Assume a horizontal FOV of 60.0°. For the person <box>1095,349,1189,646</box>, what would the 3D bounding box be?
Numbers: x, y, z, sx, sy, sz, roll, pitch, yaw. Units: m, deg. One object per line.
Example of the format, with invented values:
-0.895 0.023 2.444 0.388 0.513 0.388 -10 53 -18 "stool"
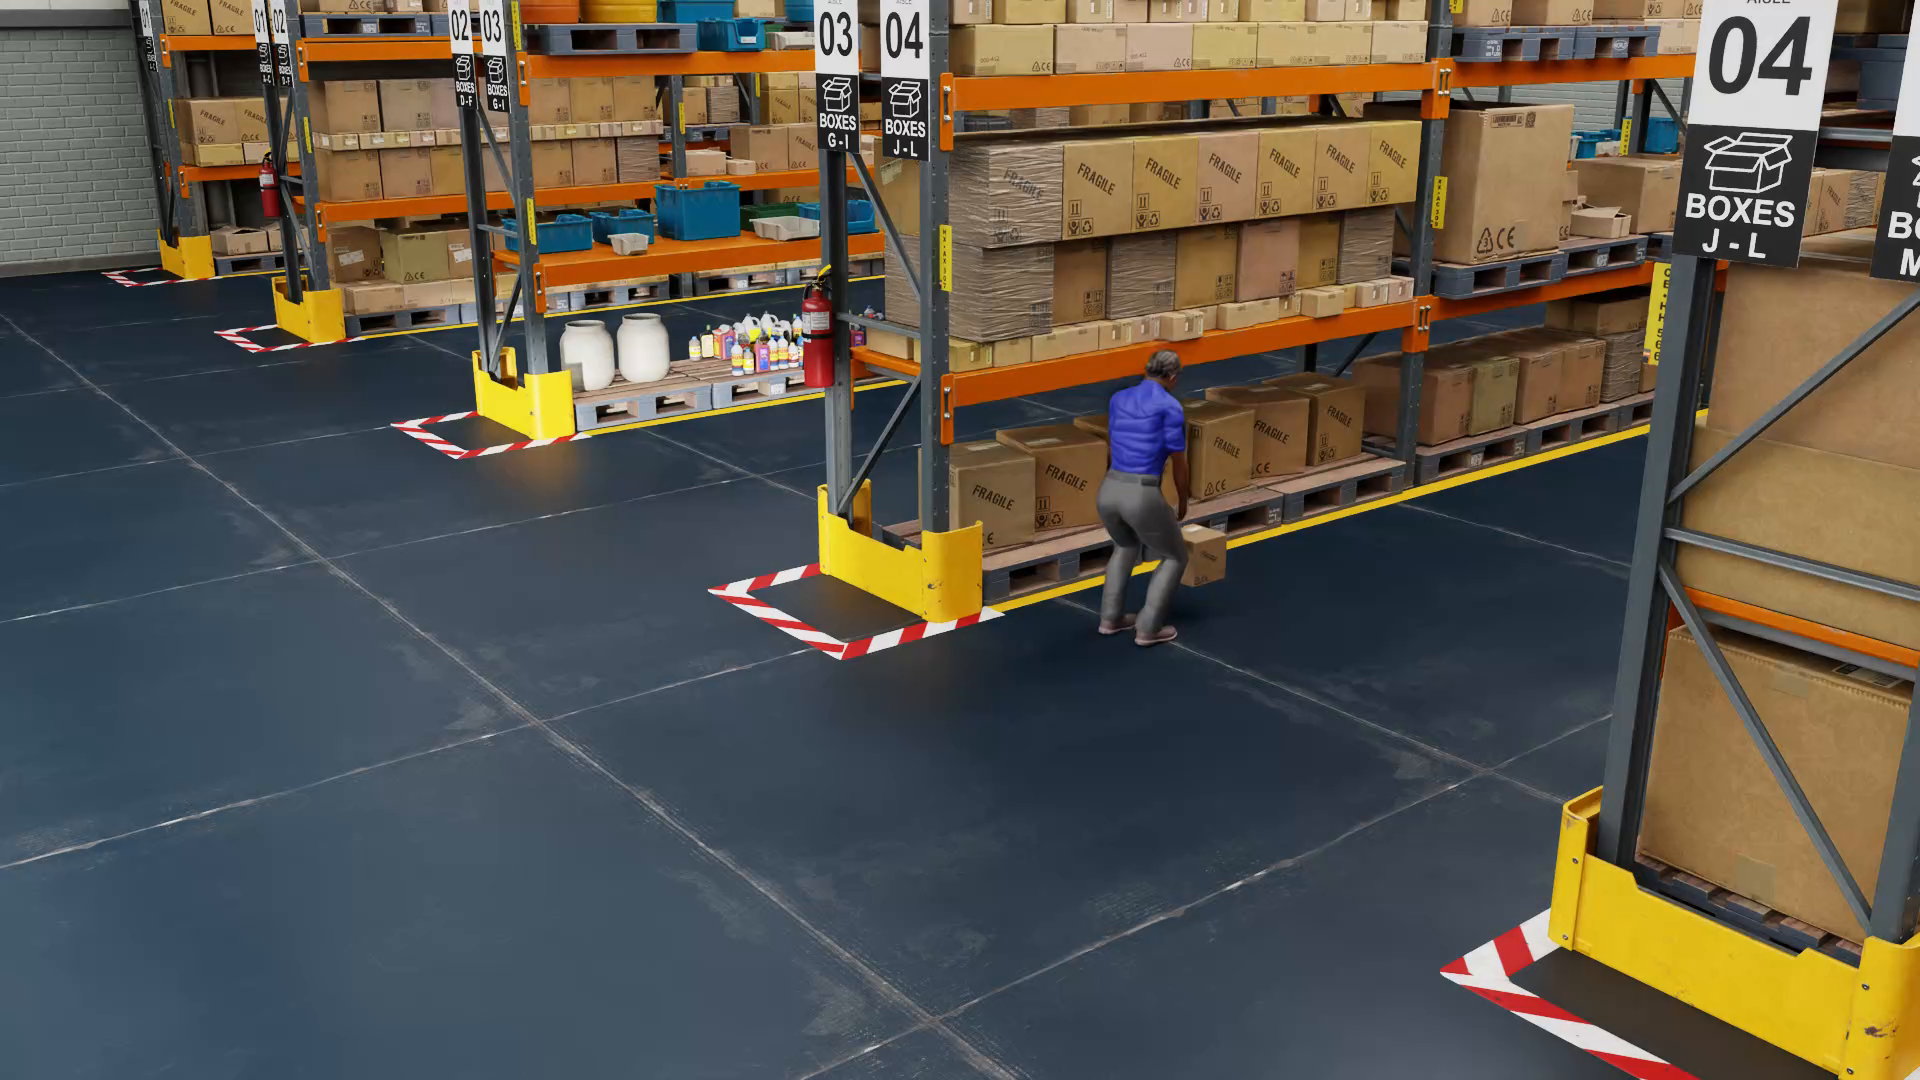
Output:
0.924 -0.217 8.538 0.487 1.487 0.535 17 24 42 "person"
